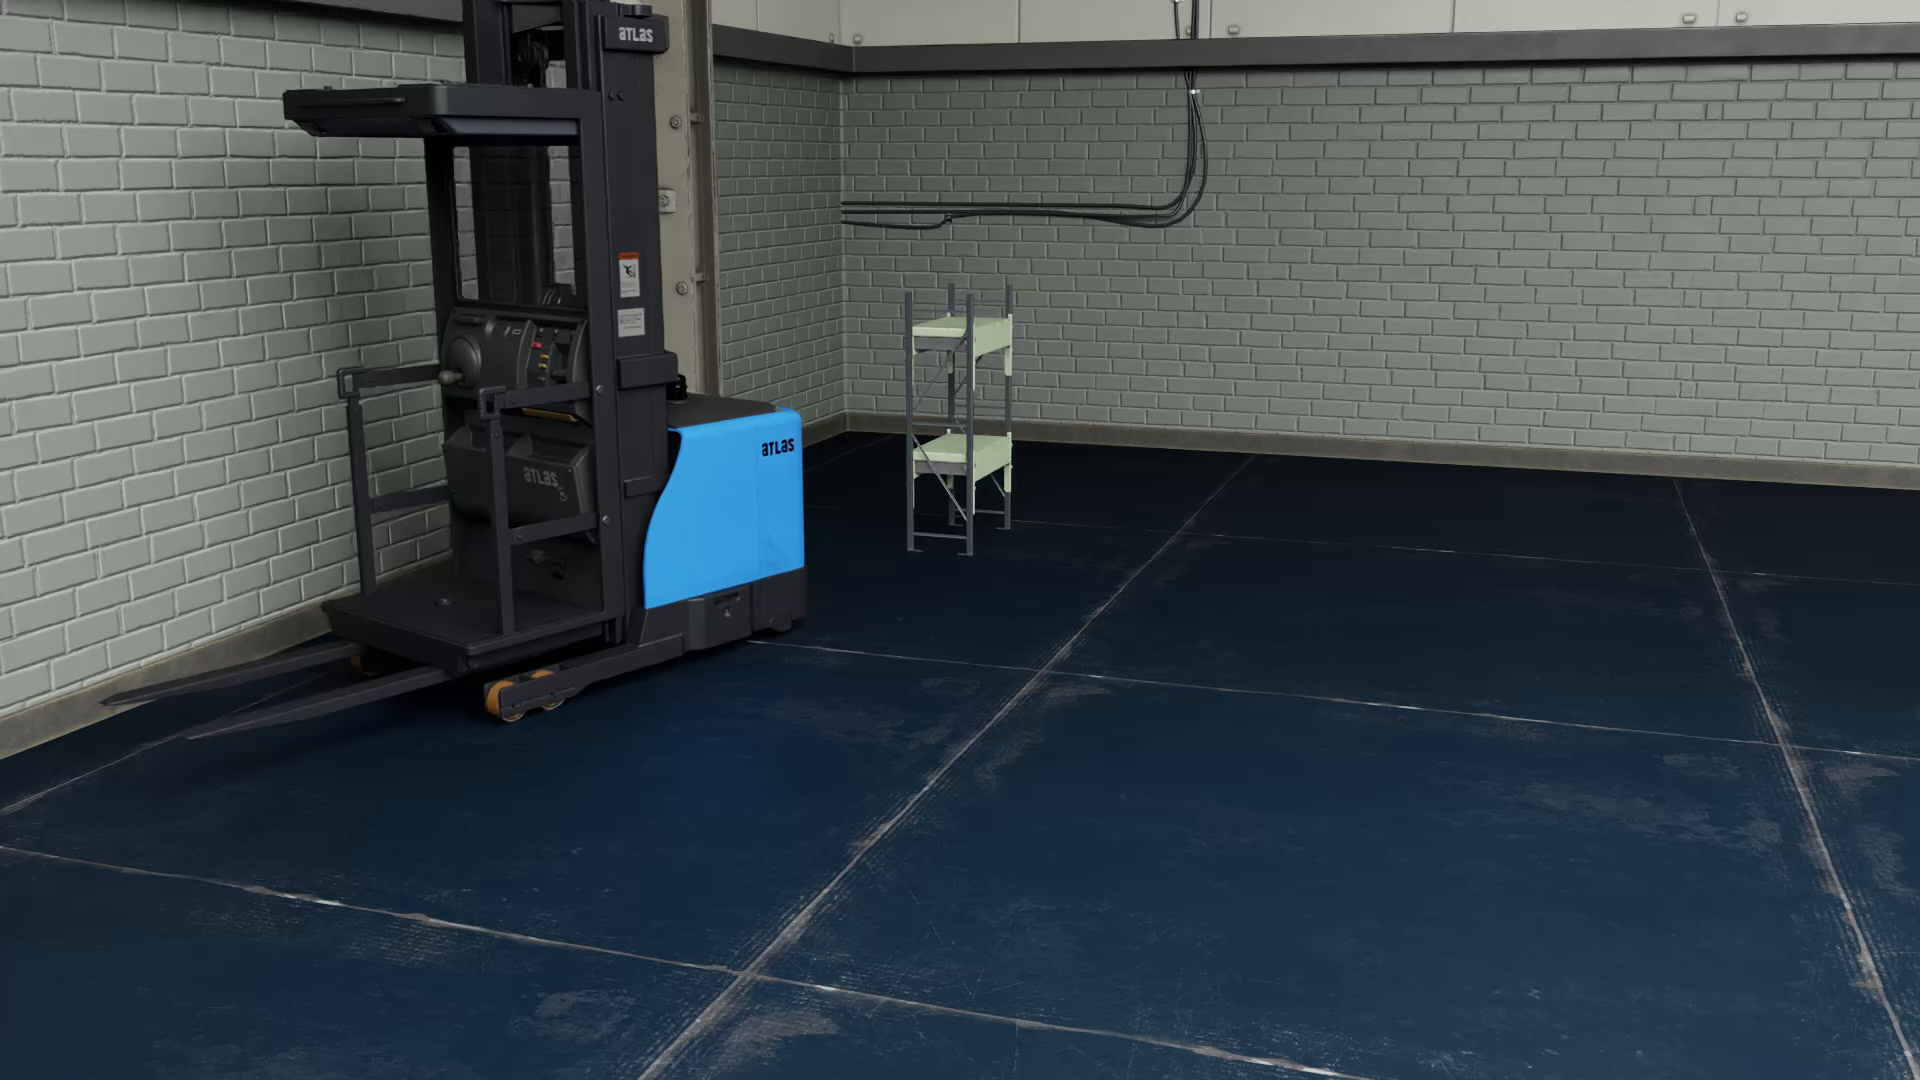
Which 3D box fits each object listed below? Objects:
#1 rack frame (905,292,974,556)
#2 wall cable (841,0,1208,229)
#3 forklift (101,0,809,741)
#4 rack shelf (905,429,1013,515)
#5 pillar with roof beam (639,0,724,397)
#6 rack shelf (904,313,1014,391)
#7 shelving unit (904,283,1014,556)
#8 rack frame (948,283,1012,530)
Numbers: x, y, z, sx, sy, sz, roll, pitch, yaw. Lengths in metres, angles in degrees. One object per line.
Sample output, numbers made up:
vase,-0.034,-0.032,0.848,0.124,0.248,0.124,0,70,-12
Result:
rack frame,-0.116,-0.656,9.490,0.400,1.500,0.023,4,14,18
wall cable,0.403,-3.684,12.885,3.097,2.526,0.112,4,14,18
forklift,-2.050,-0.815,6.970,1.130,2.935,3.031,10,16,38
rack shelf,0.002,-0.415,9.900,0.431,0.370,0.720,4,14,18
pillar with roof beam,2.272,-4.363,8.881,9.100,9.000,0.400,4,14,18
rack shelf,0.002,-1.113,9.740,0.431,0.370,0.720,4,14,18
shelving unit,0.002,-0.733,9.827,0.431,1.500,0.755,4,14,18
rack frame,0.121,-0.810,10.165,0.400,1.500,0.023,4,14,18
